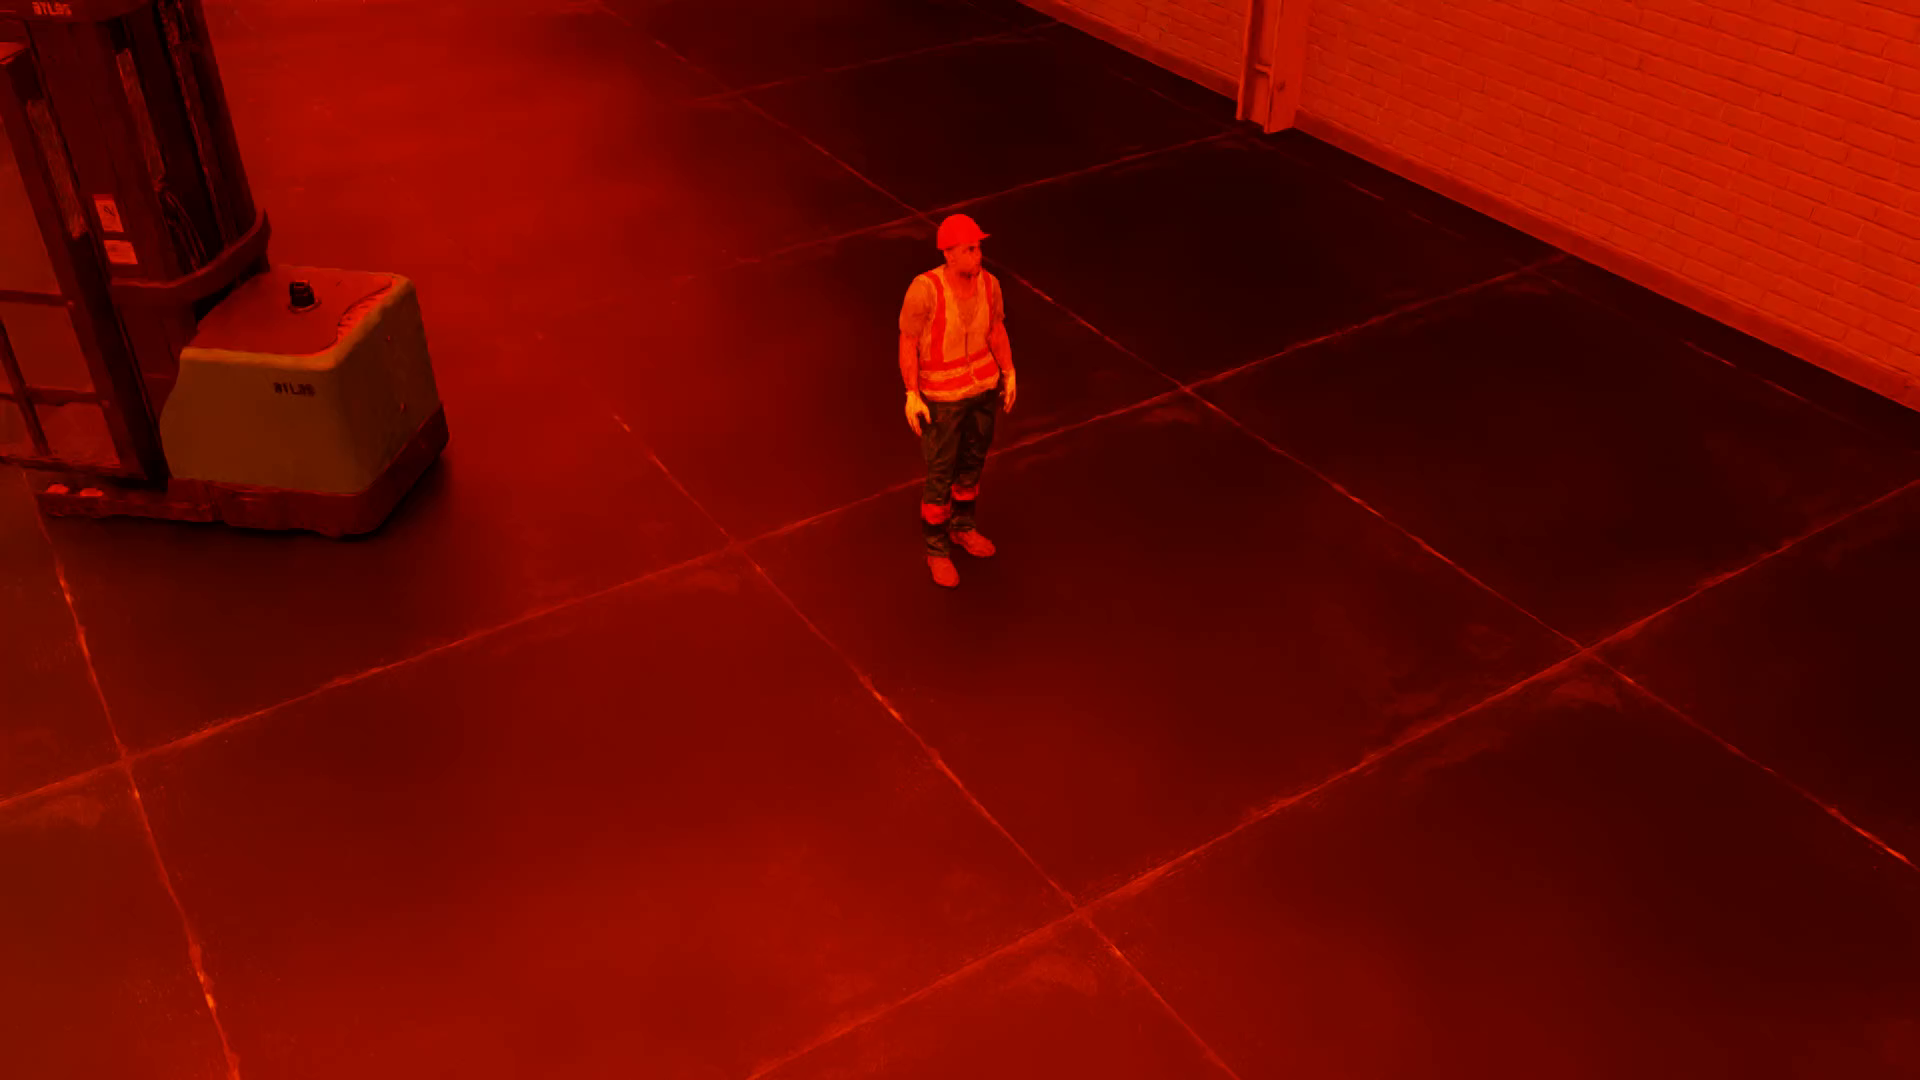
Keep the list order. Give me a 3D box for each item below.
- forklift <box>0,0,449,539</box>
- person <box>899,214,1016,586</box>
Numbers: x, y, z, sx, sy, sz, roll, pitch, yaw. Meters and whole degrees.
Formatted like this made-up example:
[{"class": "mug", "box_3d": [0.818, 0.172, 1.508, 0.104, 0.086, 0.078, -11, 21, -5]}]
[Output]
[{"class": "forklift", "box_3d": [-4.446, -1.602, 8.428, 3.031, 2.935, 1.130, 6, 35, 8]}, {"class": "person", "box_3d": [0.035, -0.696, 8.119, 0.637, 1.787, 0.563, -21, 40, -27]}]
